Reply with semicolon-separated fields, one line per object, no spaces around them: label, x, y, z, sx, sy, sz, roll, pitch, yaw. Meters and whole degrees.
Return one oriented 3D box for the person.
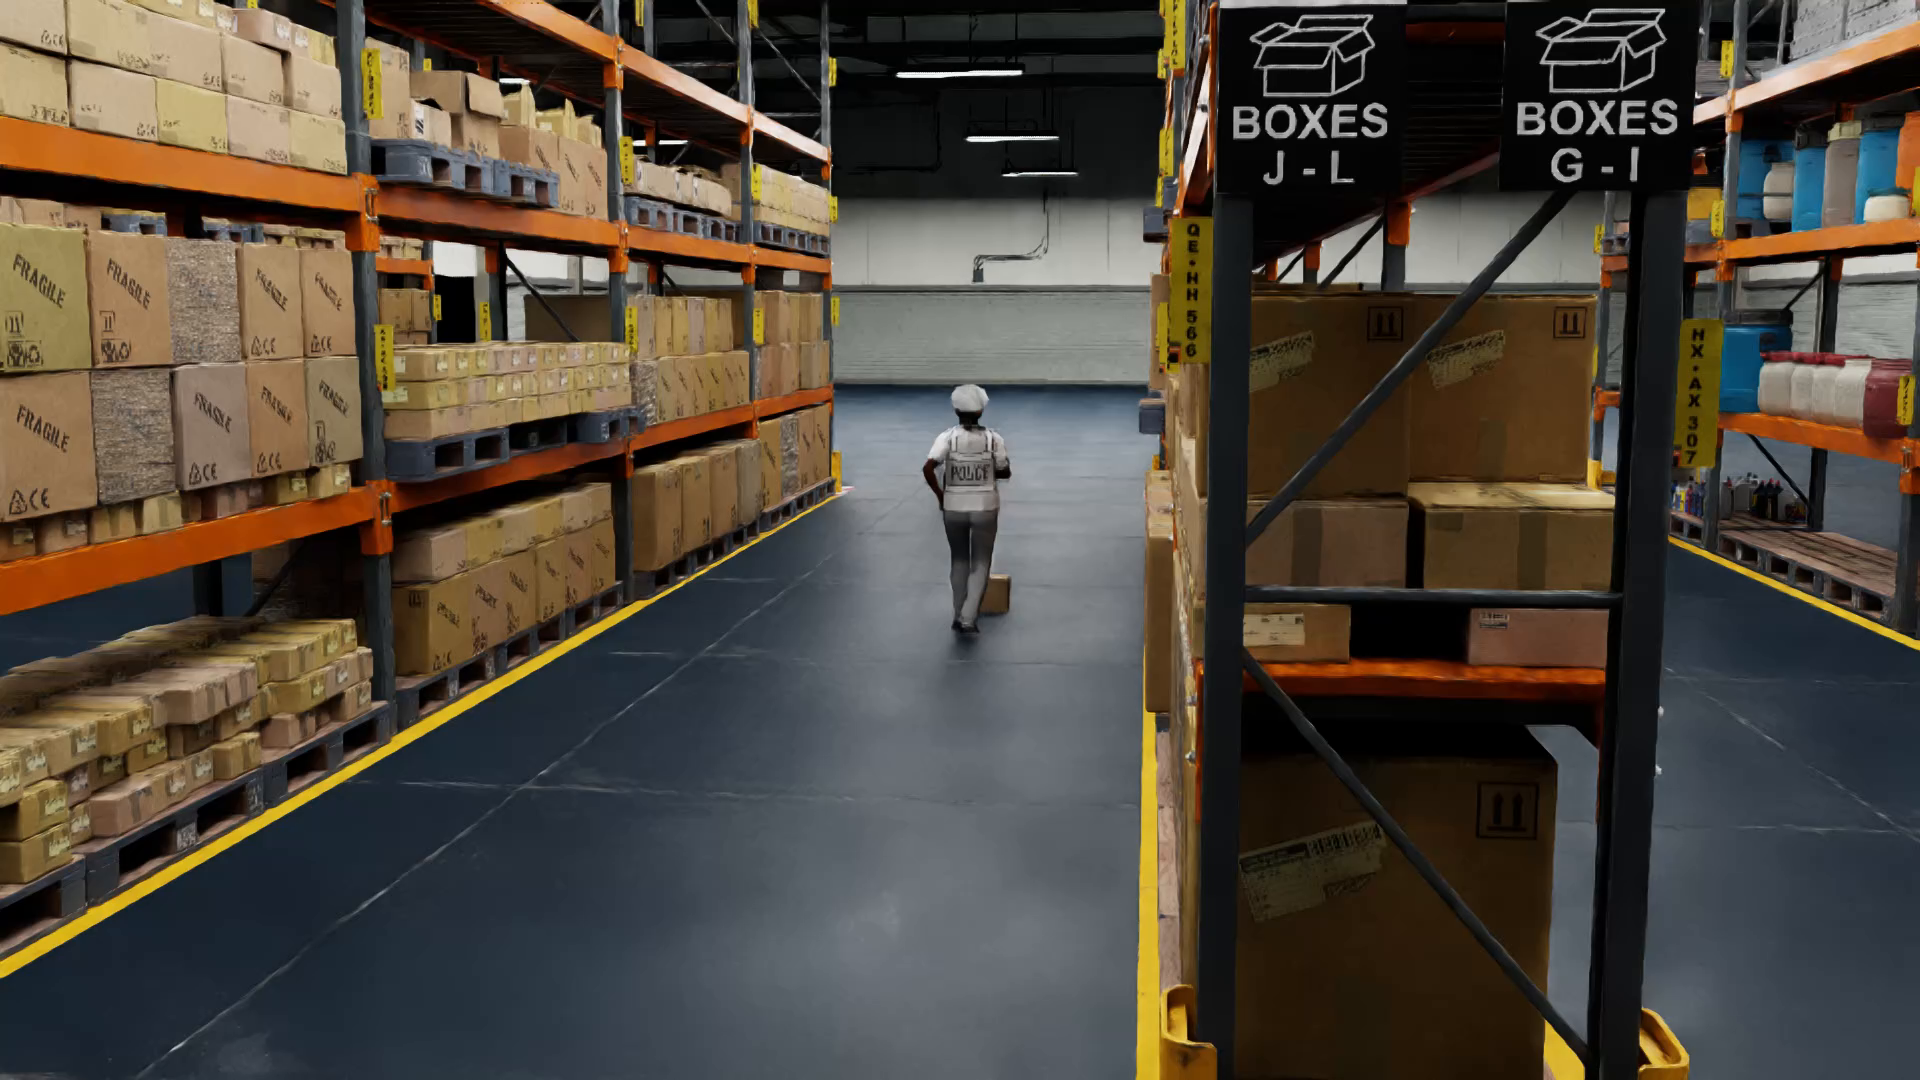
person;0.073;-0.191;11.148;0.548;1.703;0.749;1;8;8
